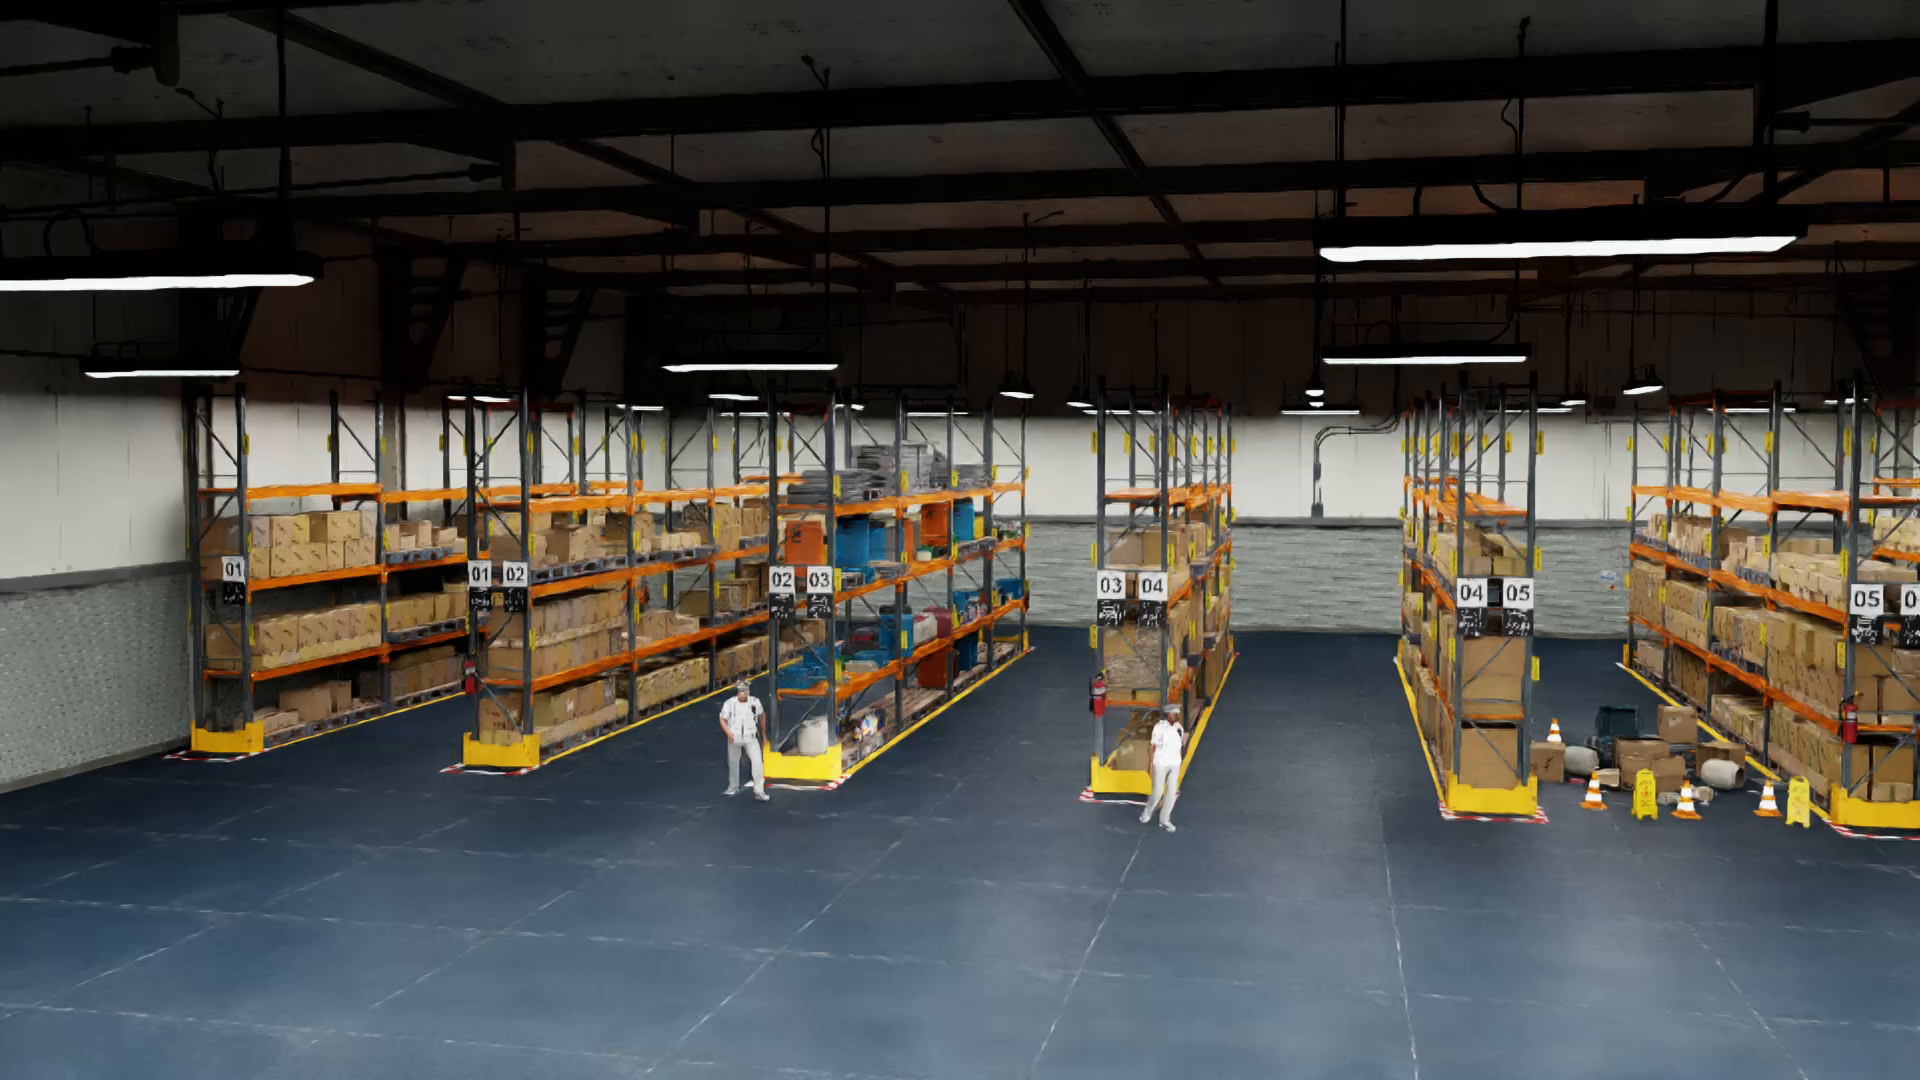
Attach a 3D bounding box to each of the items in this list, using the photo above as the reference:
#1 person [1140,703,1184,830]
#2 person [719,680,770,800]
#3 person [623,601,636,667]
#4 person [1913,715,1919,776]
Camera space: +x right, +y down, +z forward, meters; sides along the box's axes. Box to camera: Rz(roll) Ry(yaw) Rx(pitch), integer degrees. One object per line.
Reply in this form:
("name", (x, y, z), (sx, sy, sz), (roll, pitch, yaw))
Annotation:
("person", (2.639, 2.931, 21.727), (0.517, 1.666, 0.536), (-1, 4, -24))
("person", (-3.047, 2.800, 23.543), (0.705, 1.692, 0.843), (0, 3, -6))
("person", (-7.215, 2.098, 36.571), (0.415, 1.603, 0.504), (-1, 3, -15))
("person", (14.368, 2.754, 24.742), (0.599, 1.644, 0.556), (-3, 5, -45))
